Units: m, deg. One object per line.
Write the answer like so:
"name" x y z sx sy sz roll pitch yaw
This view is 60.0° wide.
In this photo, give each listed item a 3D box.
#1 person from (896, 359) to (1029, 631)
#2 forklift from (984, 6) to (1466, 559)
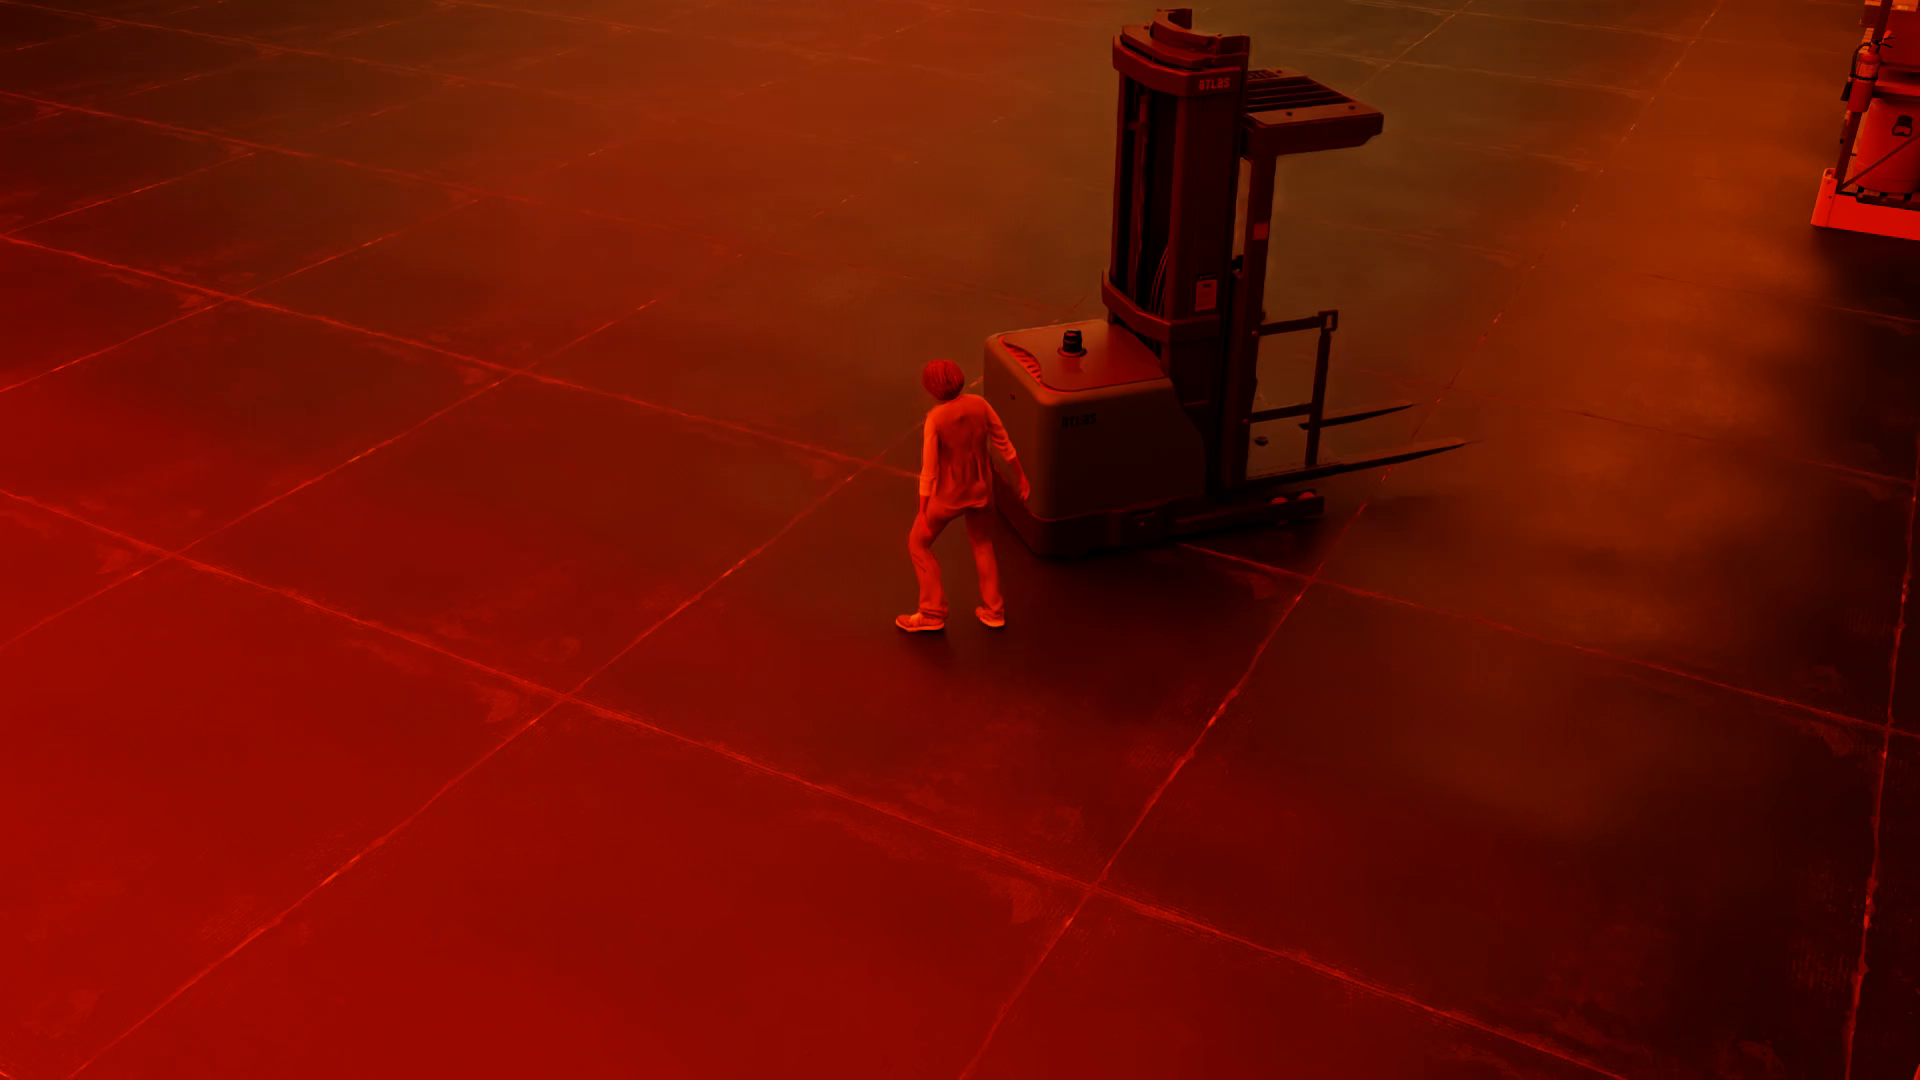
"person" 0.020 -0.218 8.873 0.745 1.570 0.414 -13 32 -21
"forklift" 1.705 -1.600 9.843 3.031 2.935 1.130 -10 32 -17
